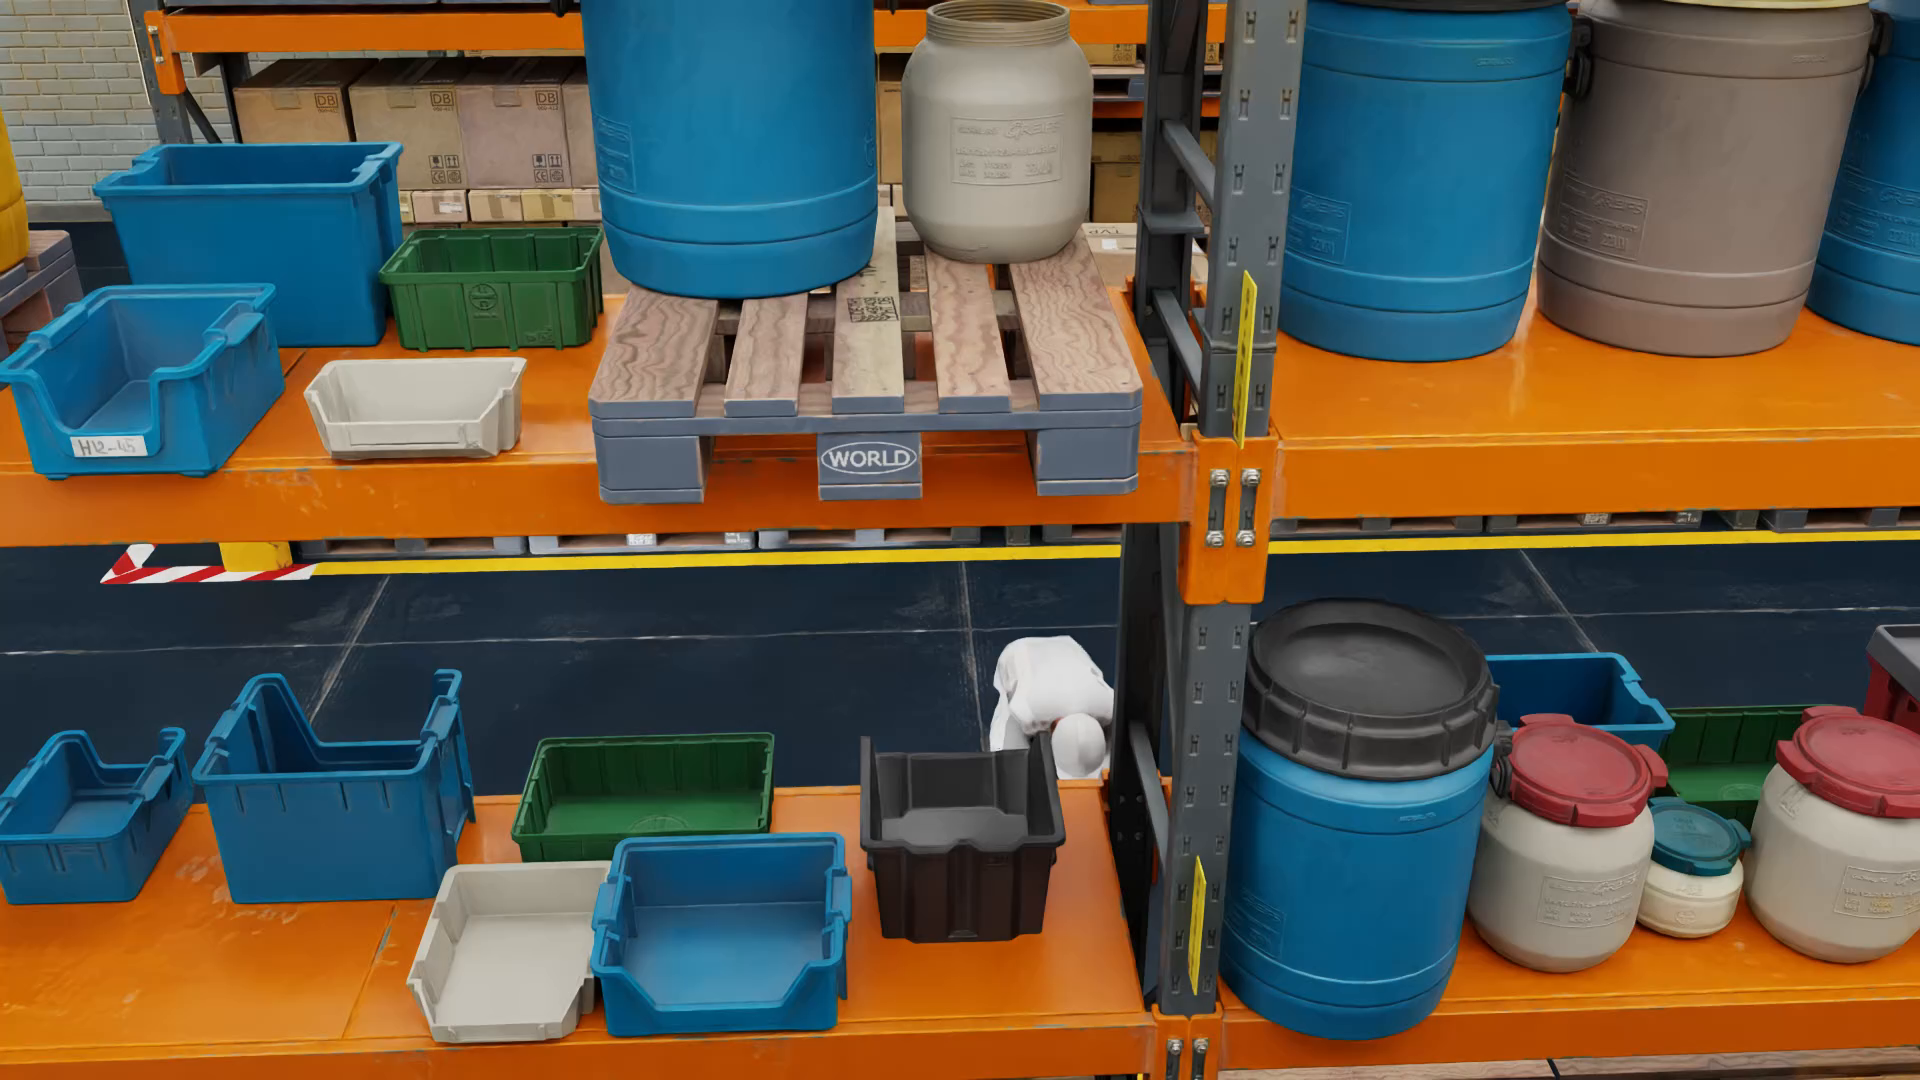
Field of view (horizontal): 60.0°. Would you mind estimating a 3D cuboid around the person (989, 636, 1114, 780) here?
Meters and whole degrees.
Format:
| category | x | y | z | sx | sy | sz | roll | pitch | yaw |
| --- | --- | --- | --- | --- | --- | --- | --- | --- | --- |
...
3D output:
| category | x | y | z | sx | sy | sz | roll | pitch | yaw |
| --- | --- | --- | --- | --- | --- | --- | --- | --- | --- |
| person | 0.383 | 0.828 | 6.603 | 0.523 | 0.771 | 0.955 | -2 | 27 | -4 |
